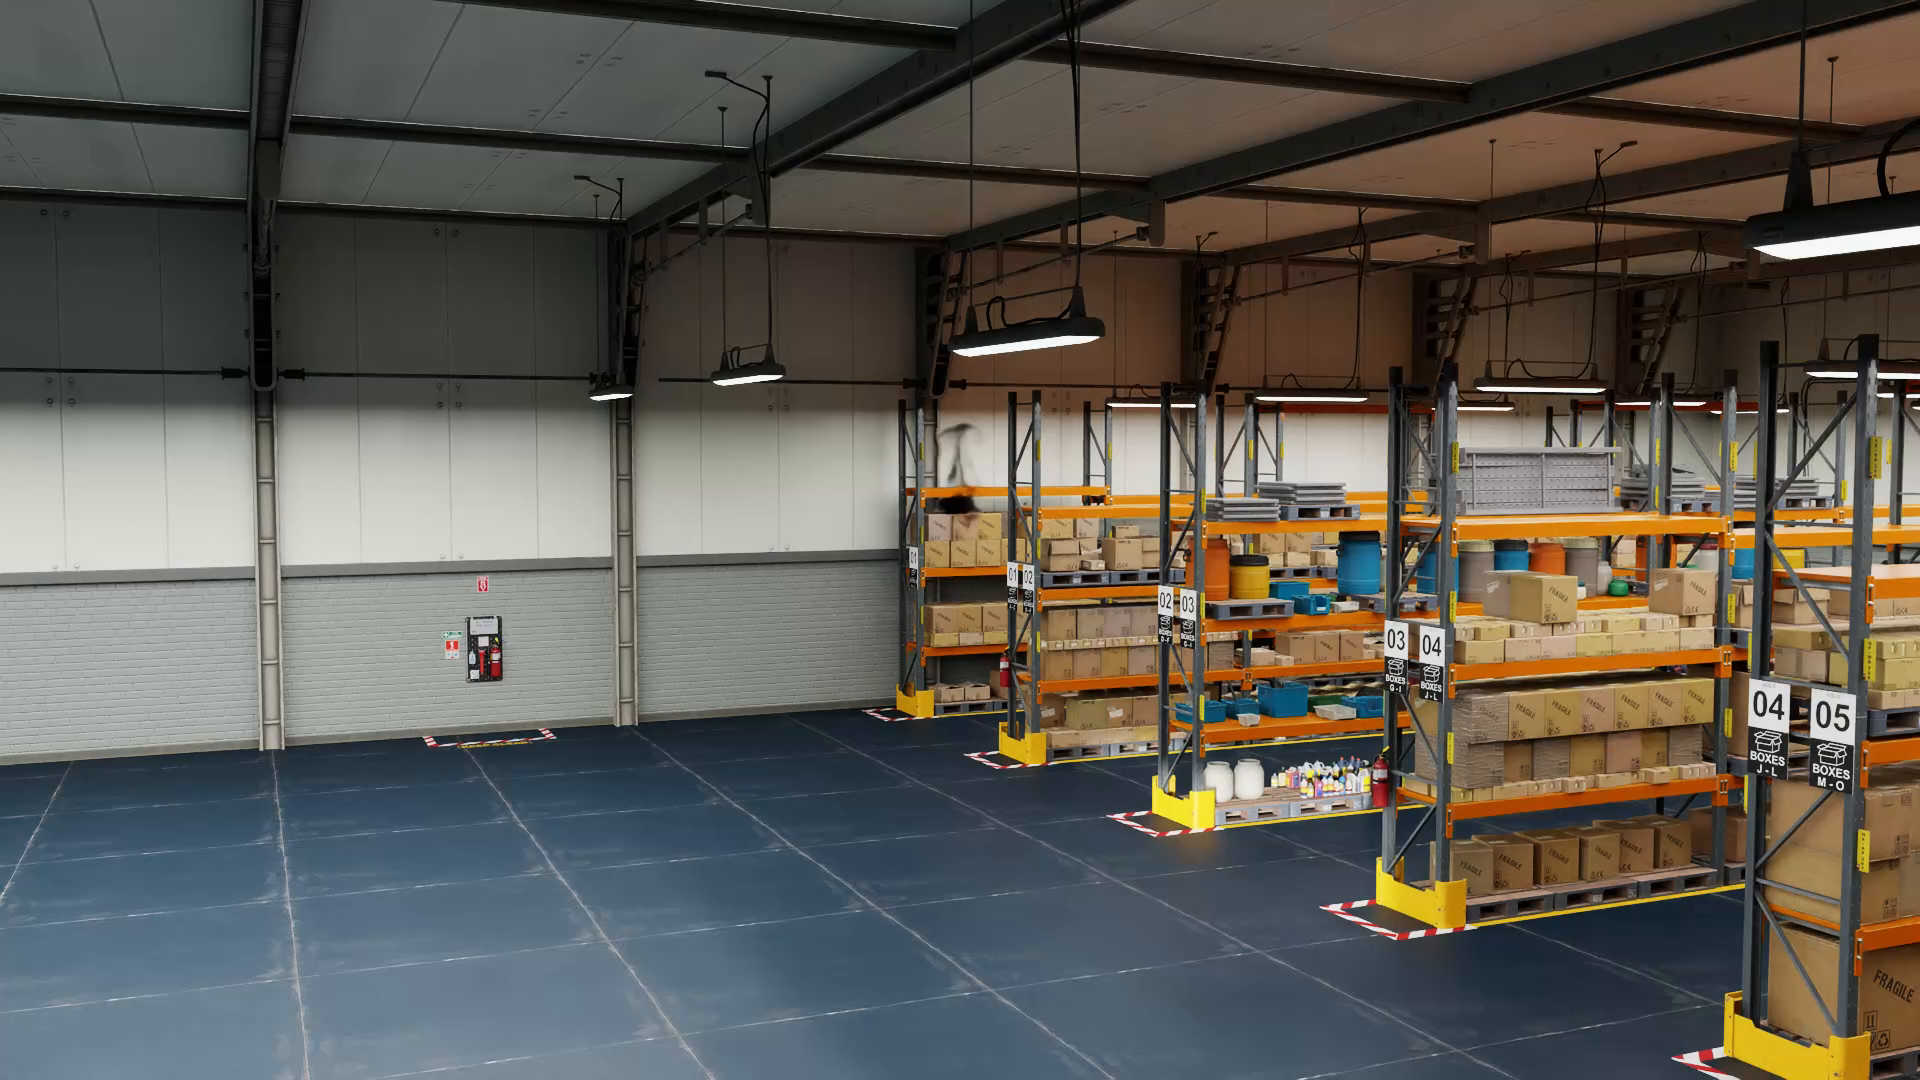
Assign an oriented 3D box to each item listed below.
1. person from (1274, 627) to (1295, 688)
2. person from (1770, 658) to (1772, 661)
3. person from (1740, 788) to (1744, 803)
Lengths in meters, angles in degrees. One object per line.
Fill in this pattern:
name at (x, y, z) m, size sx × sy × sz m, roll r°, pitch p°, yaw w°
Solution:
person at (6.237, 2.436, 31.532) m, size 0.955 × 1.776 × 0.713 m, roll -3°, pitch 4°, yaw -38°
person at (15.584, 2.484, 31.692) m, size 0.518 × 1.659 × 0.620 m, roll -2°, pitch 4°, yaw -33°
person at (10.965, 3.006, 23.110) m, size 0.813 × 1.589 × 0.545 m, roll -1°, pitch 4°, yaw -23°
